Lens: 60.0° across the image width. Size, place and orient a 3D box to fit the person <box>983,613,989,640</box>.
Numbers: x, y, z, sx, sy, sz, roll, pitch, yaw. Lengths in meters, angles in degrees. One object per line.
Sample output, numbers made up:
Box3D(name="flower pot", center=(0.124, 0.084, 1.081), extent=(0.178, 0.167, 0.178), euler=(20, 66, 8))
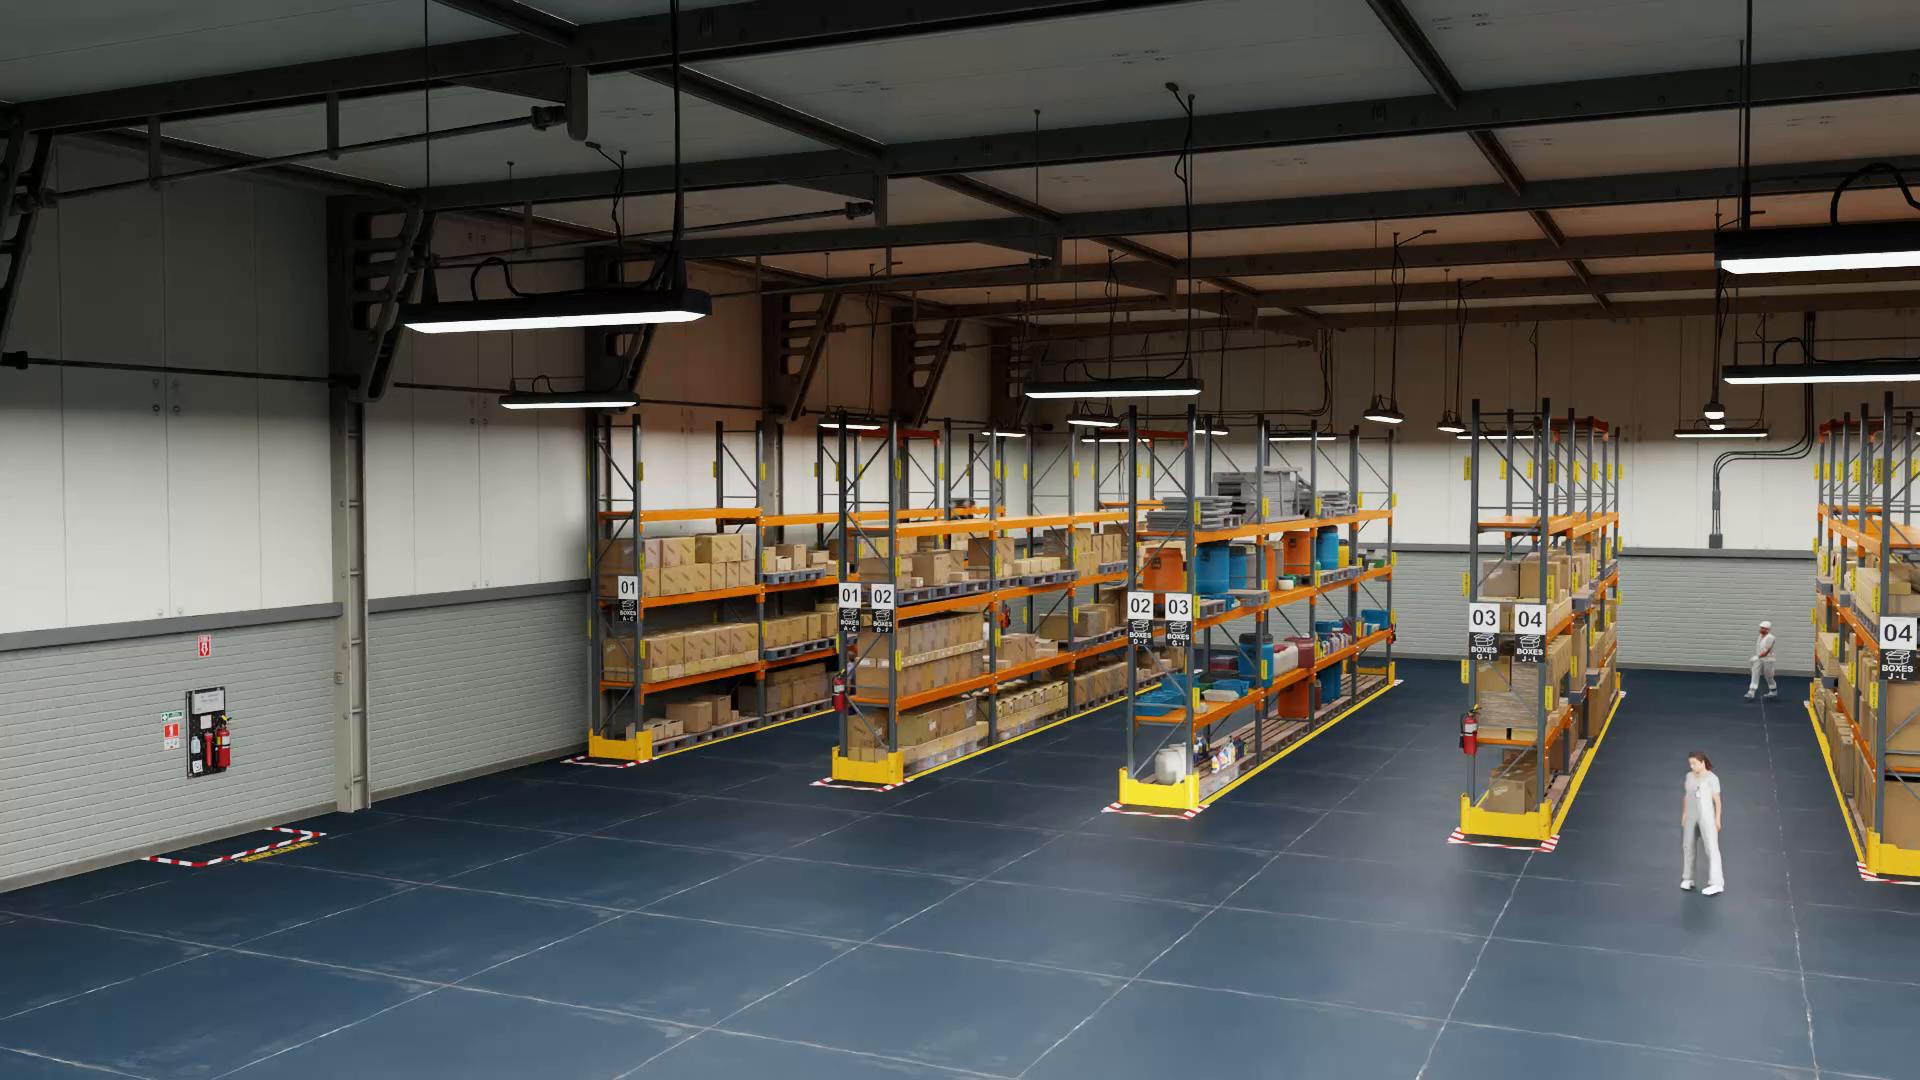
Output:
Box3D(name="person", center=(0.618, 2.552, 39.082), extent=(0.396, 1.691, 0.543), euler=(1, 2, 16))

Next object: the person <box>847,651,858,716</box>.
Box3D(name="person", center=(-2.035, 2.913, 30.979), extent=(0.369, 1.685, 0.553), euler=(0, 2, 11))

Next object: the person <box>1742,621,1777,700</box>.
Box3D(name="person", center=(17.490, 2.626, 36.235), extent=(1.053, 1.724, 0.559), euler=(-1, 3, -25))

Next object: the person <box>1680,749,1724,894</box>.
Box3D(name="person", center=(8.851, 3.341, 19.864), extent=(0.390, 1.675, 0.542), euler=(-1, 3, -29))
